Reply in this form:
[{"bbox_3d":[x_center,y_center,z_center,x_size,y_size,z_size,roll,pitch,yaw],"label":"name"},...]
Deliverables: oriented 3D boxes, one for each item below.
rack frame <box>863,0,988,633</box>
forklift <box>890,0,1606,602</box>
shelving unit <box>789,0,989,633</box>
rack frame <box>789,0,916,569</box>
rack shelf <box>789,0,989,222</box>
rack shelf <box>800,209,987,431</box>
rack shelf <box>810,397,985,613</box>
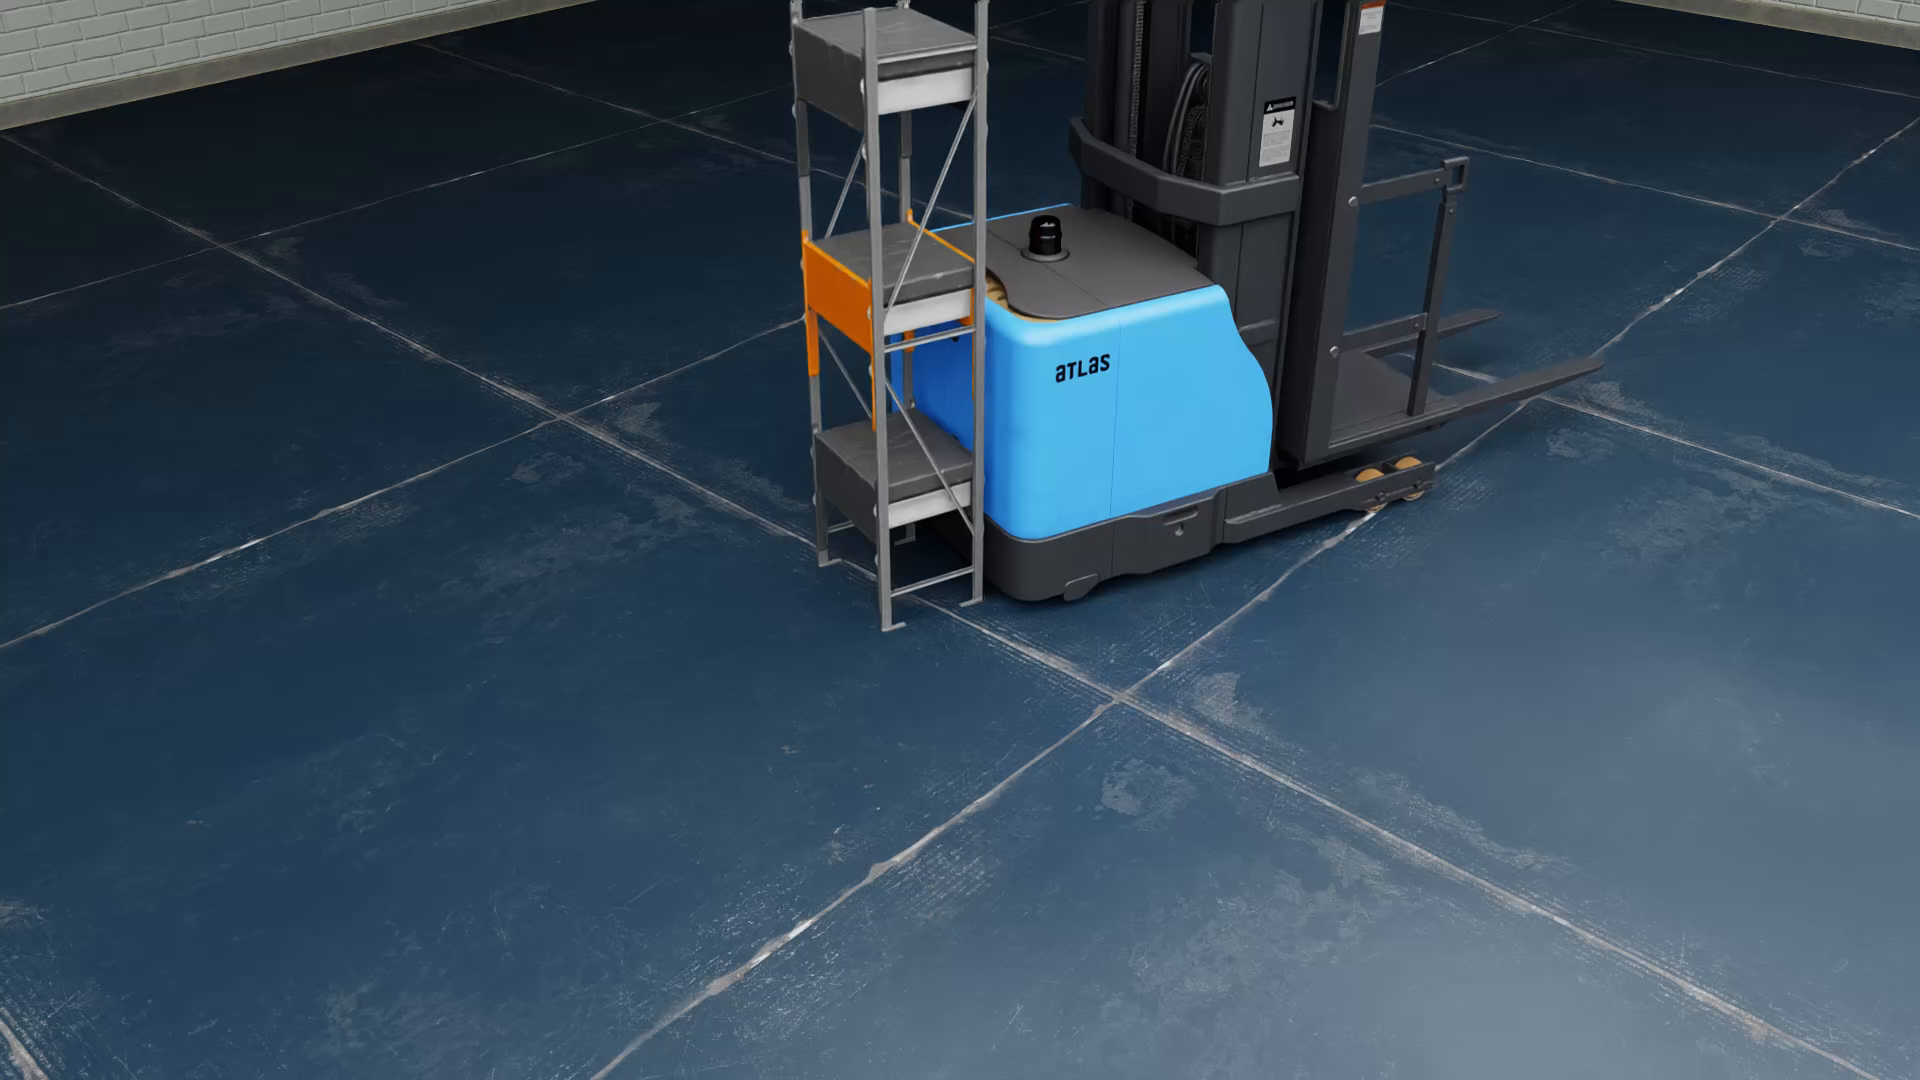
[{"bbox_3d":[-0.096,-0.633,5.266,0.400,2.100,0.015,-17,35,-26],"label":"rack frame"},{"bbox_3d":[1.265,-1.582,6.037,3.031,2.935,1.130,-16,35,-25],"label":"forklift"},{"bbox_3d":[-0.219,-0.742,5.446,0.431,2.100,0.503,-17,35,-26],"label":"shelving unit"},{"bbox_3d":[-0.343,-0.850,5.627,0.400,2.100,0.015,-17,35,-26],"label":"rack frame"},{"bbox_3d":[-0.219,-1.330,5.092,0.431,0.518,0.480,-17,35,-26],"label":"rack shelf"},{"bbox_3d":[-0.219,-0.730,5.453,0.431,0.518,0.480,-17,35,-26],"label":"rack shelf"},{"bbox_3d":[-0.219,-0.130,5.814,0.431,0.518,0.480,-17,35,-26],"label":"rack shelf"}]
